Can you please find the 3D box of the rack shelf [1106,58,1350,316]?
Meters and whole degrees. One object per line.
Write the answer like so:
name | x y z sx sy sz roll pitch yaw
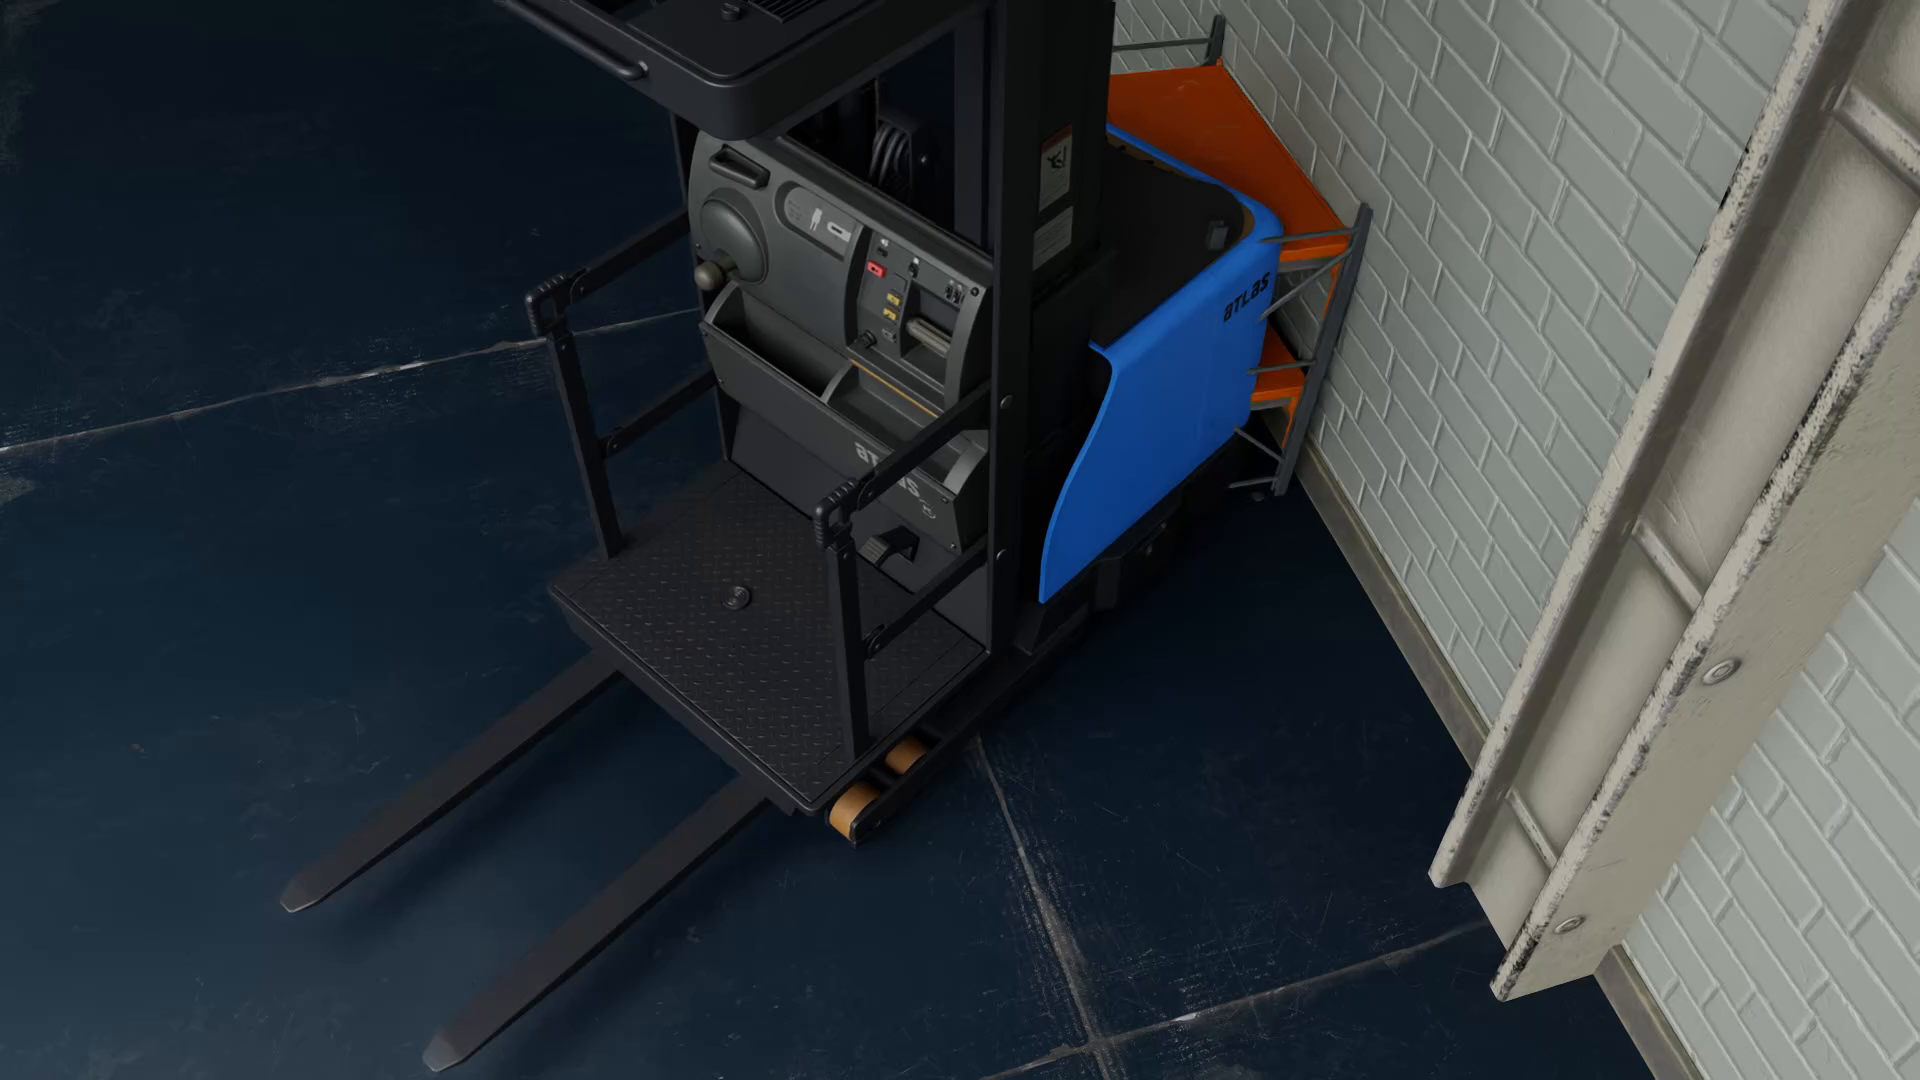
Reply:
rack shelf | 0.735 -1.060 5.034 0.538 0.278 1.000 -10 49 -16

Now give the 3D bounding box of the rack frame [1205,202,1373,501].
rack frame | 0.862 -0.498 4.922 0.500 1.125 0.032 -10 49 -16

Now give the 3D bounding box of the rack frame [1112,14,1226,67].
rack frame | 0.557 -1.220 5.569 0.500 1.125 0.032 -10 49 -16

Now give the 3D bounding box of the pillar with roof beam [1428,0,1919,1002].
pillar with roof beam | -2.645 -0.924 0.143 9.100 9.000 0.400 -13 51 -11

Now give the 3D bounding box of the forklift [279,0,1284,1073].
forklift | -0.450 -0.572 3.815 1.130 2.935 3.031 35 58 26

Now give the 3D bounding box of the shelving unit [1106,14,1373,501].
shelving unit | 0.709 -0.859 5.246 0.538 1.125 1.048 -10 49 -16

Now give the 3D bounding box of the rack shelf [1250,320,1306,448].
rack shelf | 0.688 -0.692 5.423 0.538 0.278 1.000 -10 49 -16
